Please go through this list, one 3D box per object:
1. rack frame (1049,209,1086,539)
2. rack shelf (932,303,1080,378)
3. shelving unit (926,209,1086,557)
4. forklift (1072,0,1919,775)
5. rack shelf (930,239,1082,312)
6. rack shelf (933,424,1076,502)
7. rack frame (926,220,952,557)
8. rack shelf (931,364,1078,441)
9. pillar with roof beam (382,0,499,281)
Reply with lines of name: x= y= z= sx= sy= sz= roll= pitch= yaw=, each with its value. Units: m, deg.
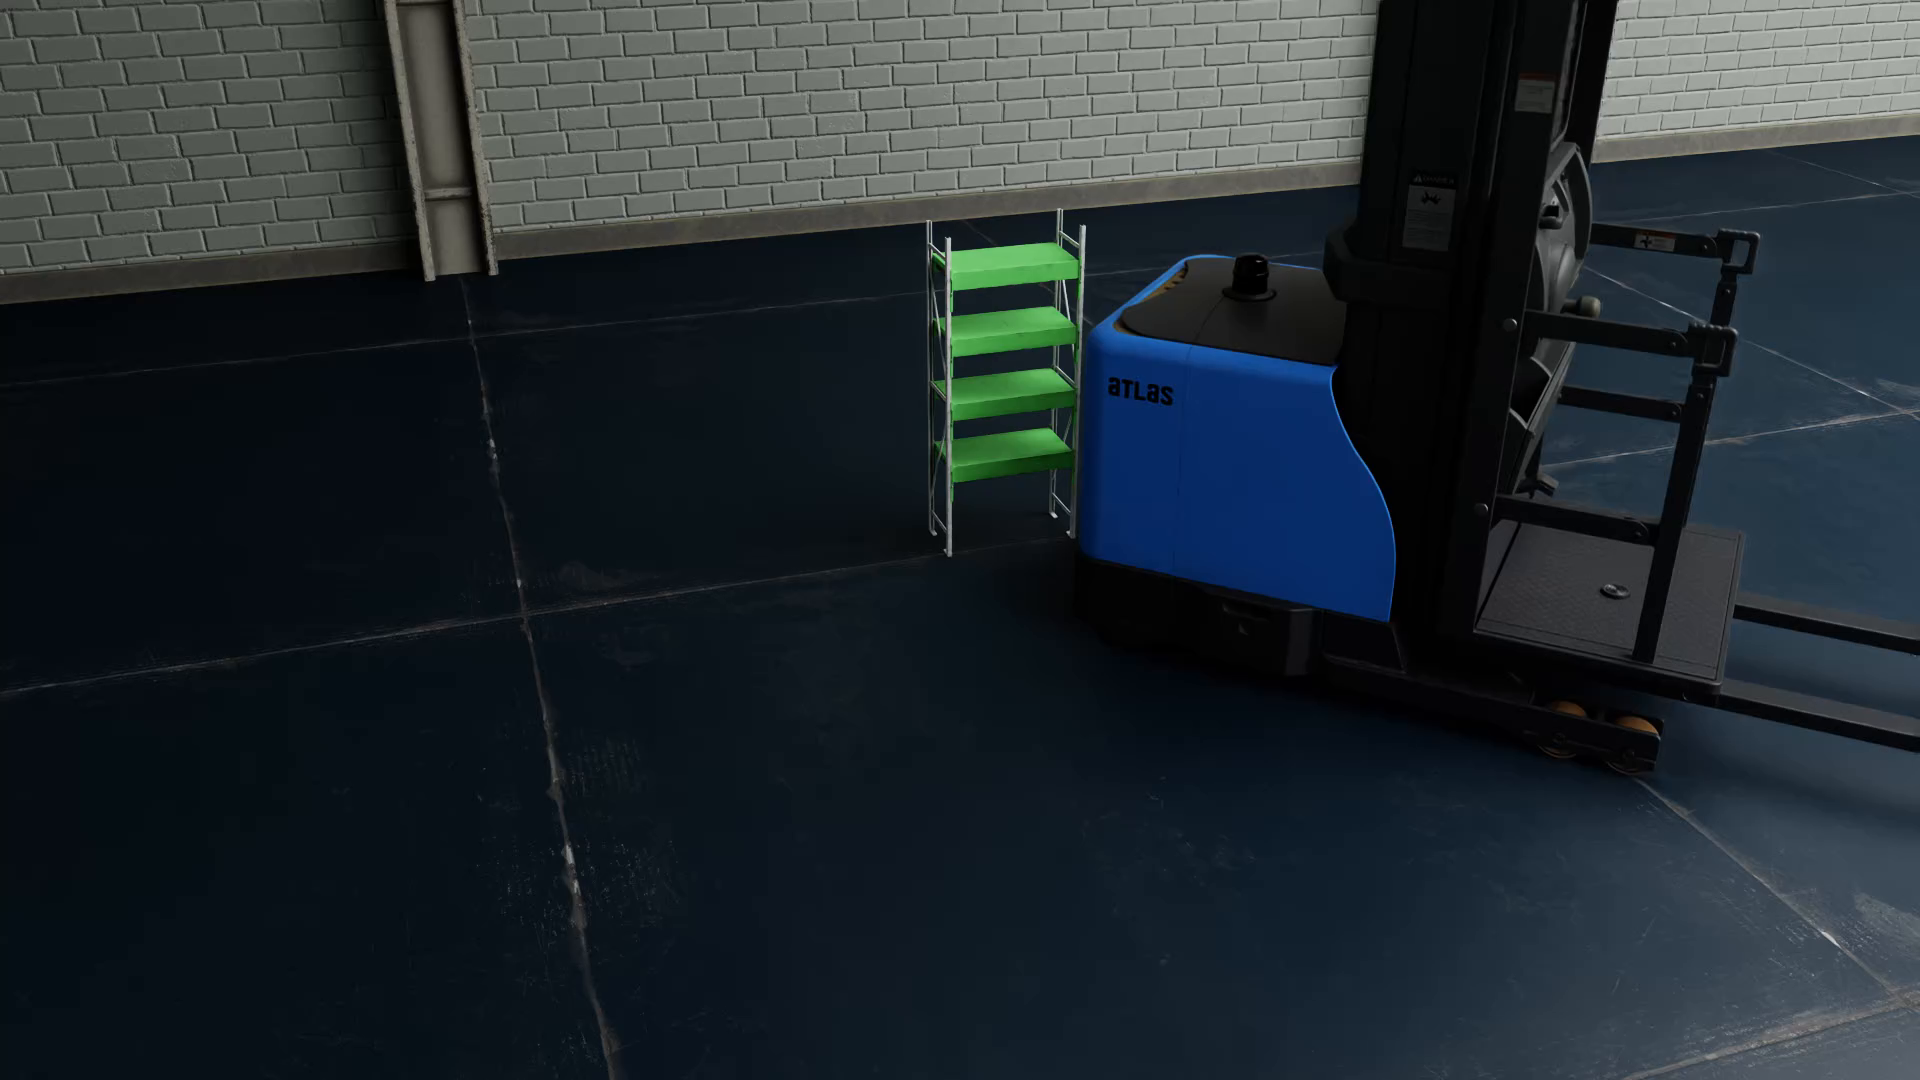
rack frame: x=0.389 y=-0.594 z=6.097 sx=0.015 sy=1.200 sz=0.240 roll=-8 pitch=28 yaw=-16
rack shelf: x=0.157 y=-0.718 z=5.951 sx=0.480 sy=0.148 sz=0.258 roll=-8 pitch=28 yaw=-16
shelving unit: x=0.157 y=-0.560 z=6.029 sx=0.503 sy=1.200 sz=0.258 roll=-8 pitch=28 yaw=-16
forklift: x=1.932 y=-0.896 z=4.759 sx=3.031 sy=2.935 sz=1.130 roll=12 pitch=29 yaw=23
rack shelf: x=0.157 y=-0.933 z=5.844 sx=0.480 sy=0.148 sz=0.258 roll=-8 pitch=28 yaw=-16
rack shelf: x=0.157 y=-0.288 z=6.164 sx=0.480 sy=0.148 sz=0.258 roll=-8 pitch=28 yaw=-16
rack frame: x=-0.075 y=-0.527 z=5.961 sx=0.015 sy=1.200 sz=0.240 roll=-8 pitch=28 yaw=-16
rack shelf: x=0.157 y=-0.503 z=6.058 sx=0.480 sy=0.148 sz=0.258 roll=-8 pitch=28 yaw=-16
pillar with roof beam: x=-1.459 y=-3.720 z=3.622 sx=0.400 sy=9.000 sz=9.100 roll=-8 pitch=28 yaw=-16
